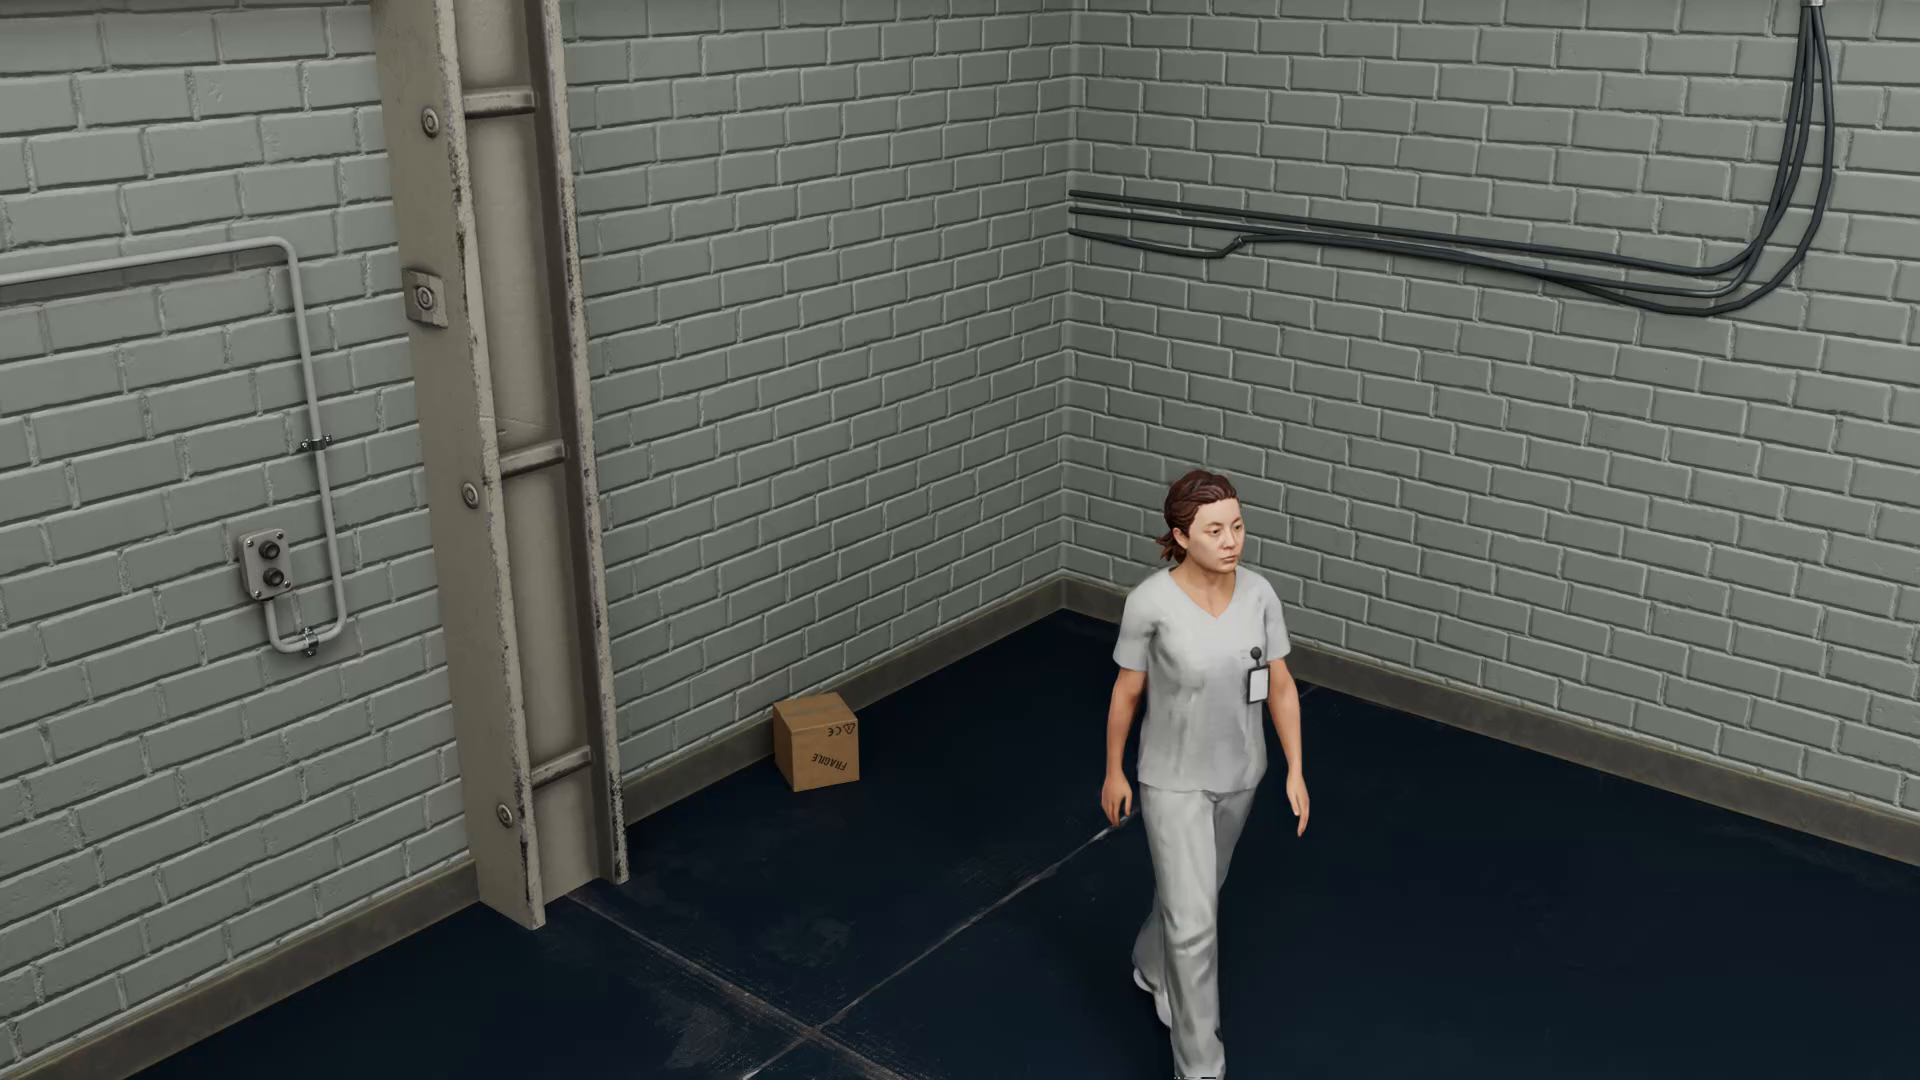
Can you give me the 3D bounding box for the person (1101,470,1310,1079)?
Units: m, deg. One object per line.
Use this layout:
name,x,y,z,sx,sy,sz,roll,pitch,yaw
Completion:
person,0.653,0.664,4.305,0.478,1.699,0.749,-7,21,-18
